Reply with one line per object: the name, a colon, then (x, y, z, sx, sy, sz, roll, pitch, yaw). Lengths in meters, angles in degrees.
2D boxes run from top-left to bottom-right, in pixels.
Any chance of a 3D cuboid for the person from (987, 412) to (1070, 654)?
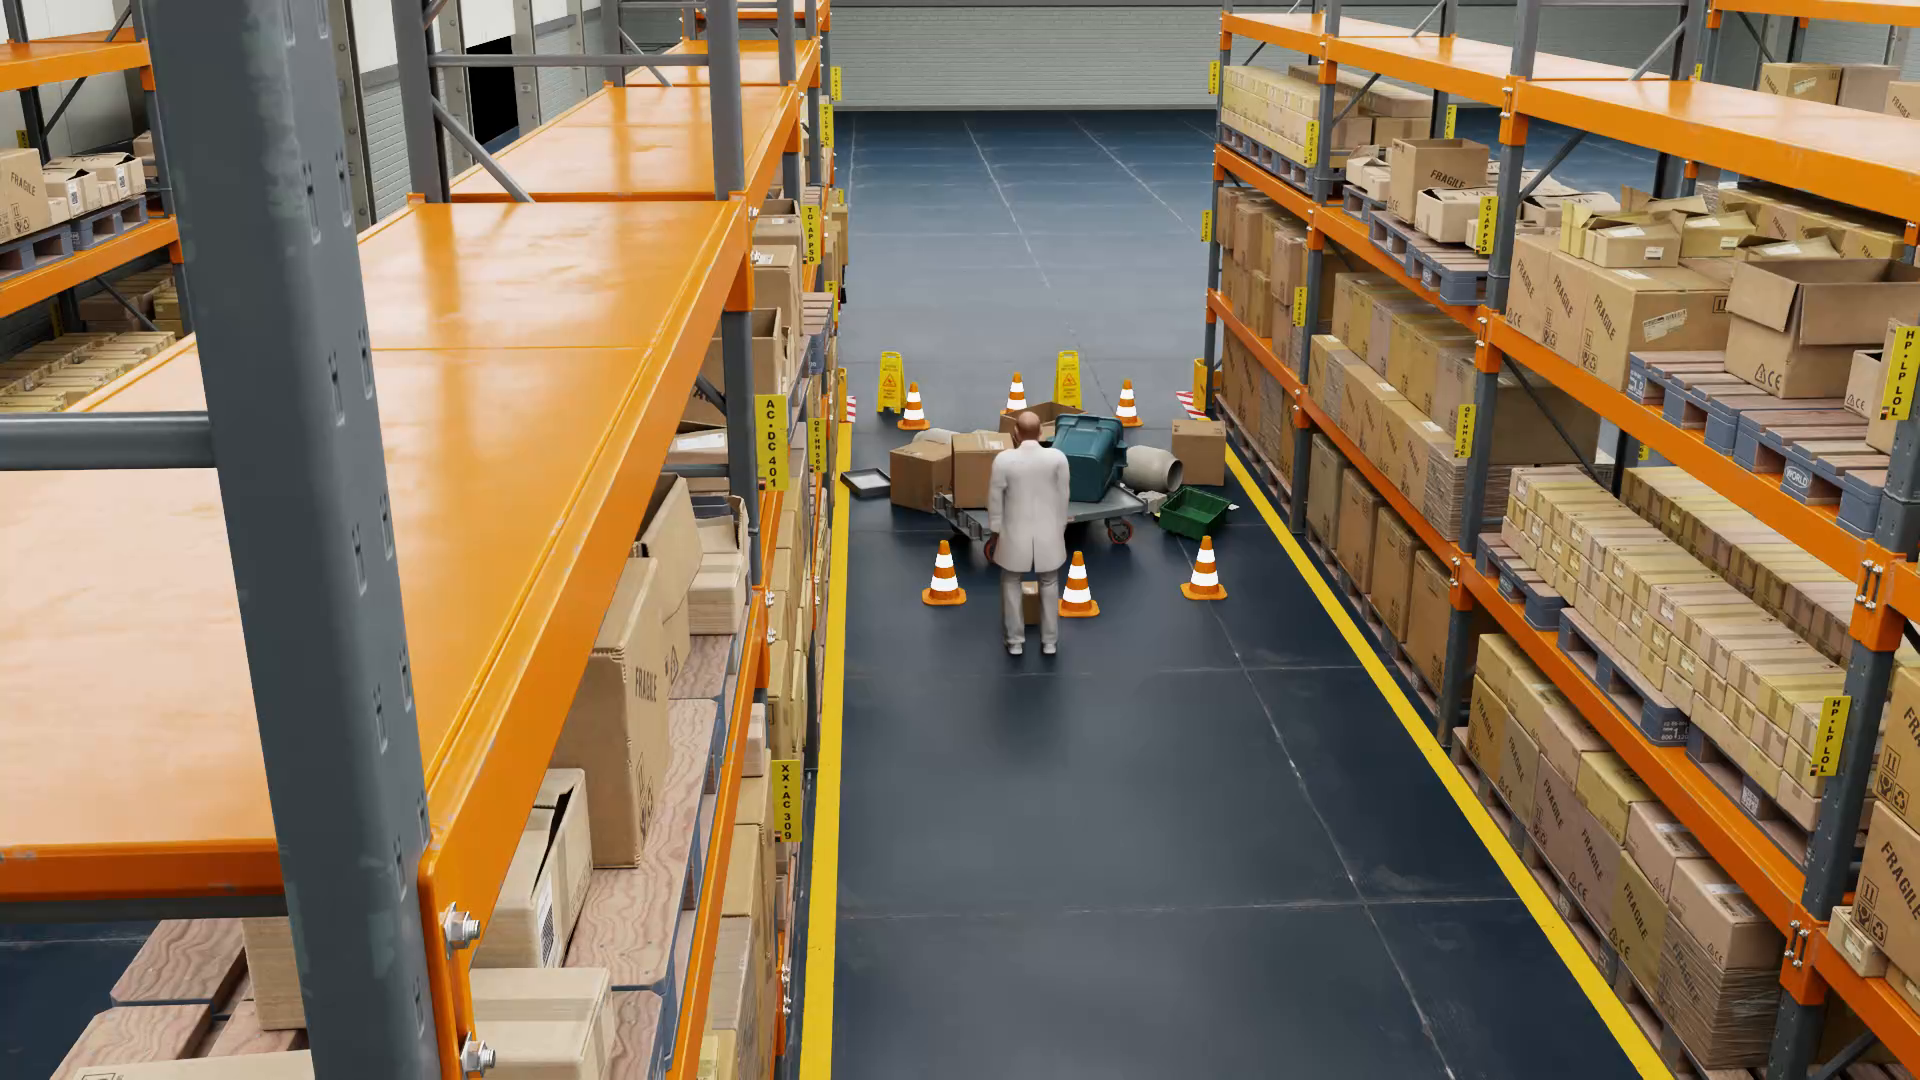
person: (0.480, -0.043, 11.778, 0.579, 1.745, 0.390, -1, 20, -2)
